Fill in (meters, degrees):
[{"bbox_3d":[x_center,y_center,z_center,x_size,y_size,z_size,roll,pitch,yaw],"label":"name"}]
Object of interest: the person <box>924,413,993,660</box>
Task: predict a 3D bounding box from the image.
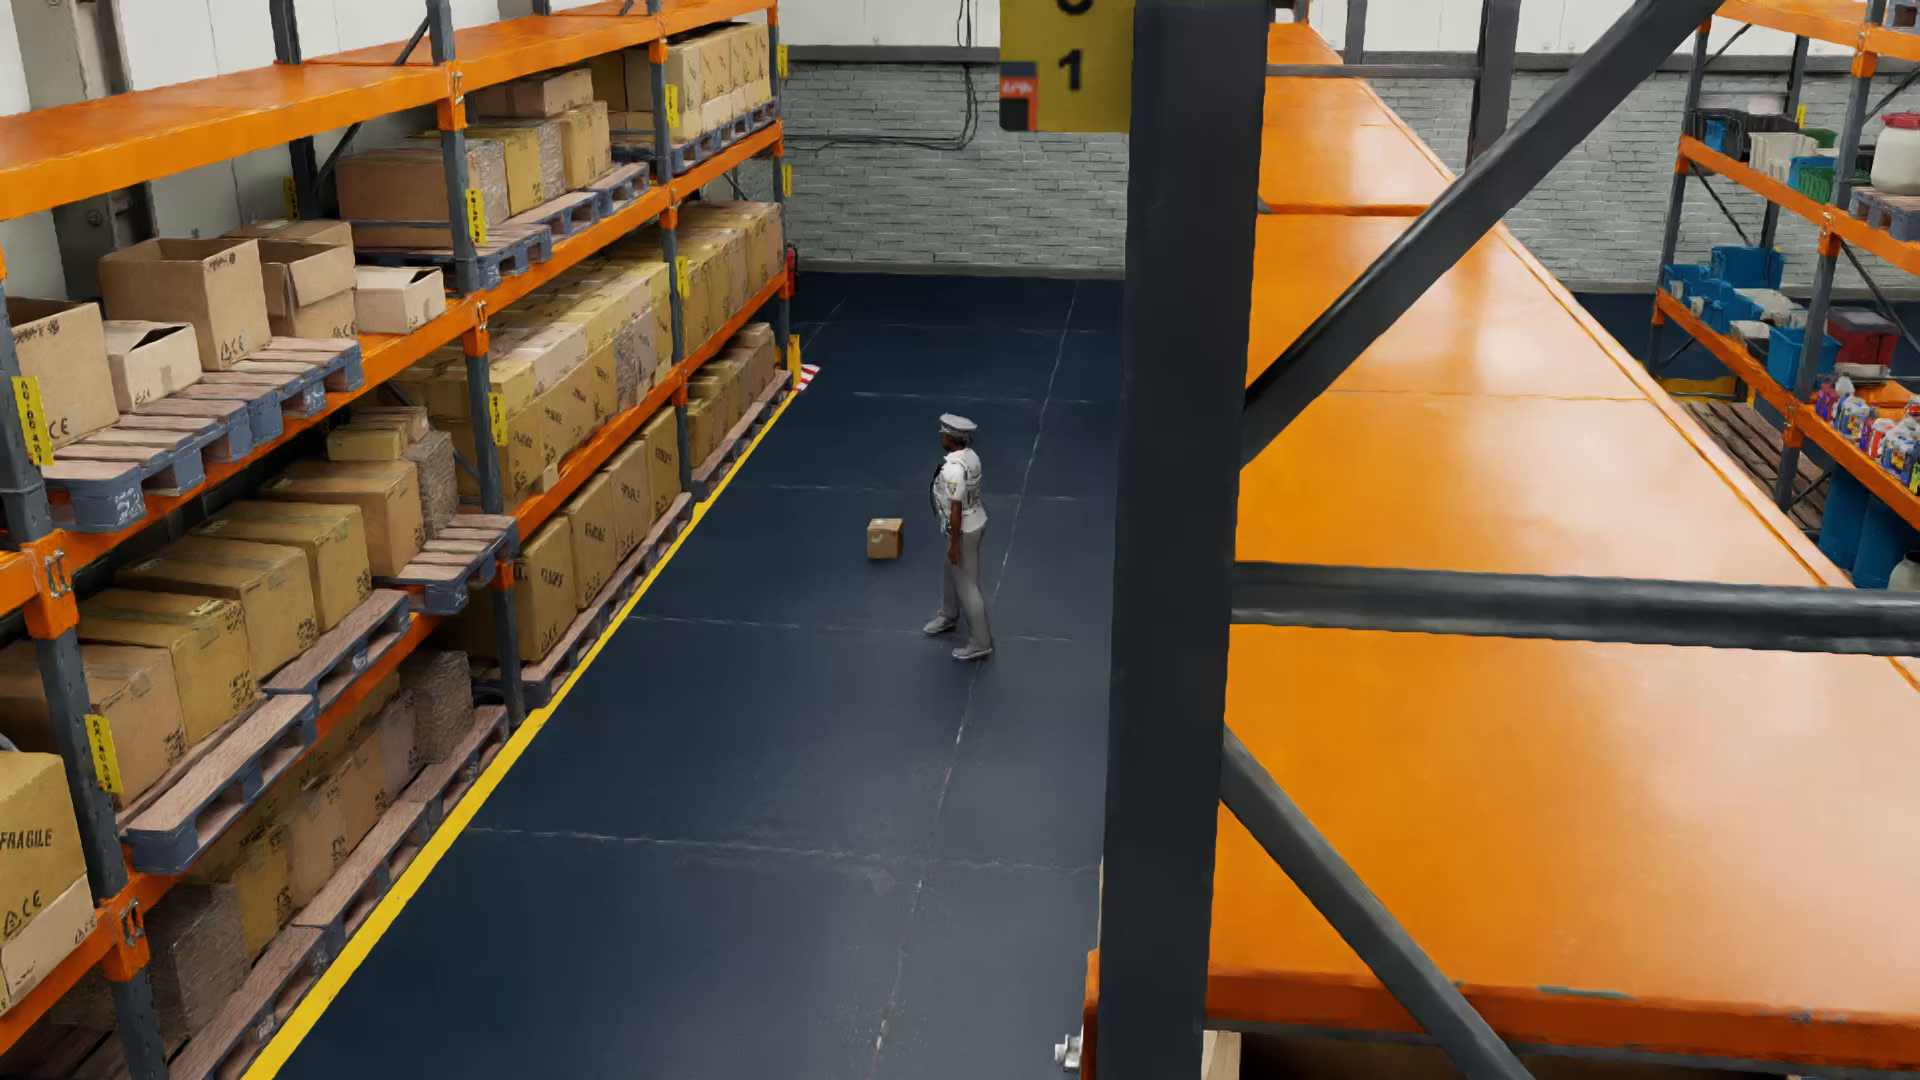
[{"bbox_3d":[-0.006,-0.037,11.589,0.562,1.669,0.580,5,22,12],"label":"person"}]
